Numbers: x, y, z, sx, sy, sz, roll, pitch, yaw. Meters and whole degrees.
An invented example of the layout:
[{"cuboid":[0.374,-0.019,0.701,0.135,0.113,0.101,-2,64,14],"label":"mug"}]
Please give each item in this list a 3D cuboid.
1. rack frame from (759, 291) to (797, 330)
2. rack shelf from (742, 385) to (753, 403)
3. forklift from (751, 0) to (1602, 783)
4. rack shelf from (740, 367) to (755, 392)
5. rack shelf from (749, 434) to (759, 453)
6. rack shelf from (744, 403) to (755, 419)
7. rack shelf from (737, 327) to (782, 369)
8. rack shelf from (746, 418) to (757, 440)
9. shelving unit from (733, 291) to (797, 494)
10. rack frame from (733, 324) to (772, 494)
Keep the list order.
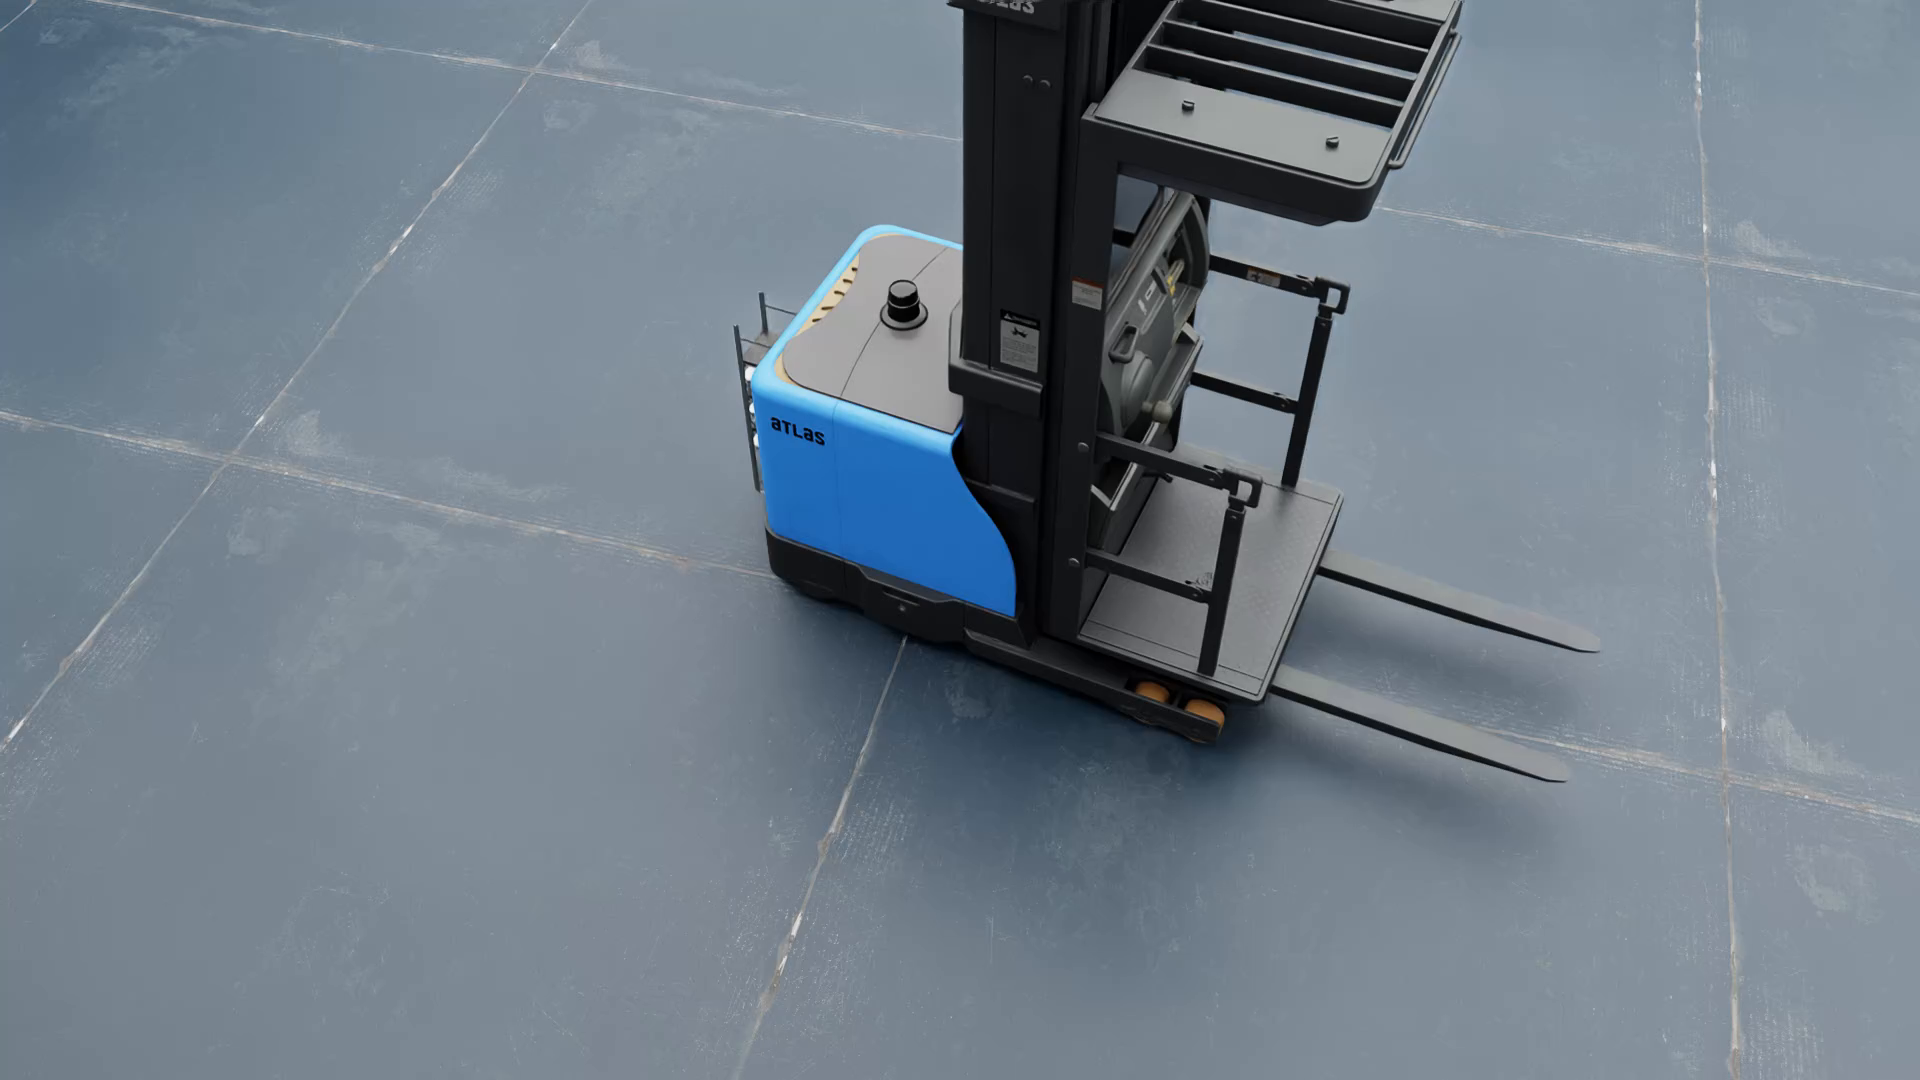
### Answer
[{"cuboid":[-0.651,-0.608,6.605,0.240,0.900,0.006,18,51,15],"label":"rack frame"},{"cuboid":[-0.691,-0.575,6.501,0.258,0.077,0.200,18,51,15],"label":"rack shelf"},{"cuboid":[0.818,-0.694,5.326,3.031,2.935,1.130,19,51,16],"label":"forklift"},{"cuboid":[-0.691,-0.635,6.433,0.258,0.077,0.200,18,51,15],"label":"rack shelf"},{"cuboid":[-0.691,-0.397,6.703,0.258,0.077,0.200,18,51,15],"label":"rack shelf"},{"cuboid":[-0.691,-0.516,6.568,0.258,0.077,0.200,18,51,15],"label":"rack shelf"},{"cuboid":[-0.691,-0.694,6.366,0.258,0.077,0.200,18,51,15],"label":"rack shelf"},{"cuboid":[-0.691,-0.456,6.636,0.258,0.077,0.200,18,51,15],"label":"rack shelf"},{"cuboid":[-0.691,-0.538,6.543,0.258,0.900,0.210,18,51,15],"label":"shelving unit"},{"cuboid":[-0.731,-0.468,6.481,0.240,0.900,0.006,18,51,15],"label":"rack frame"}]
